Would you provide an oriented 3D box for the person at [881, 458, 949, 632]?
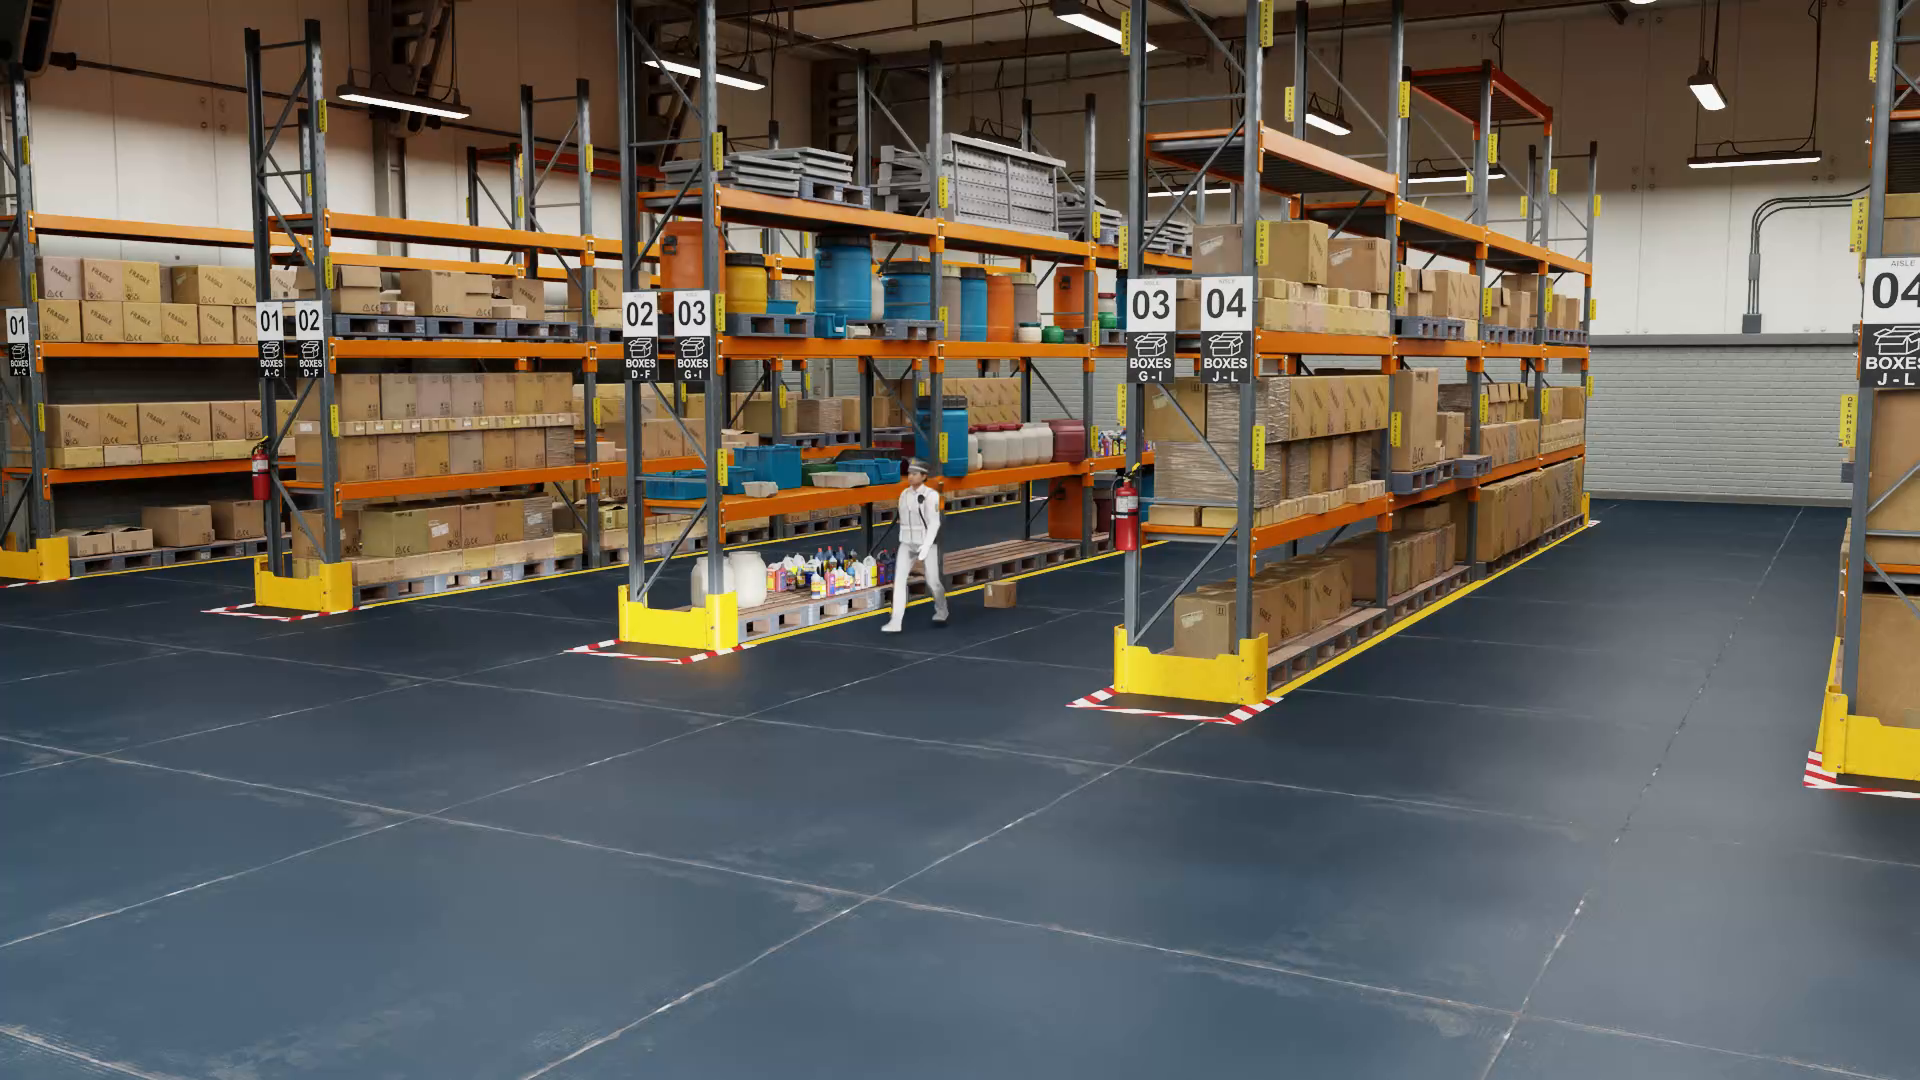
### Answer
[{"bbox_3d":[-0.406,0.033,15.861,0.490,1.630,1.028,3,7,26],"label":"person"}]
